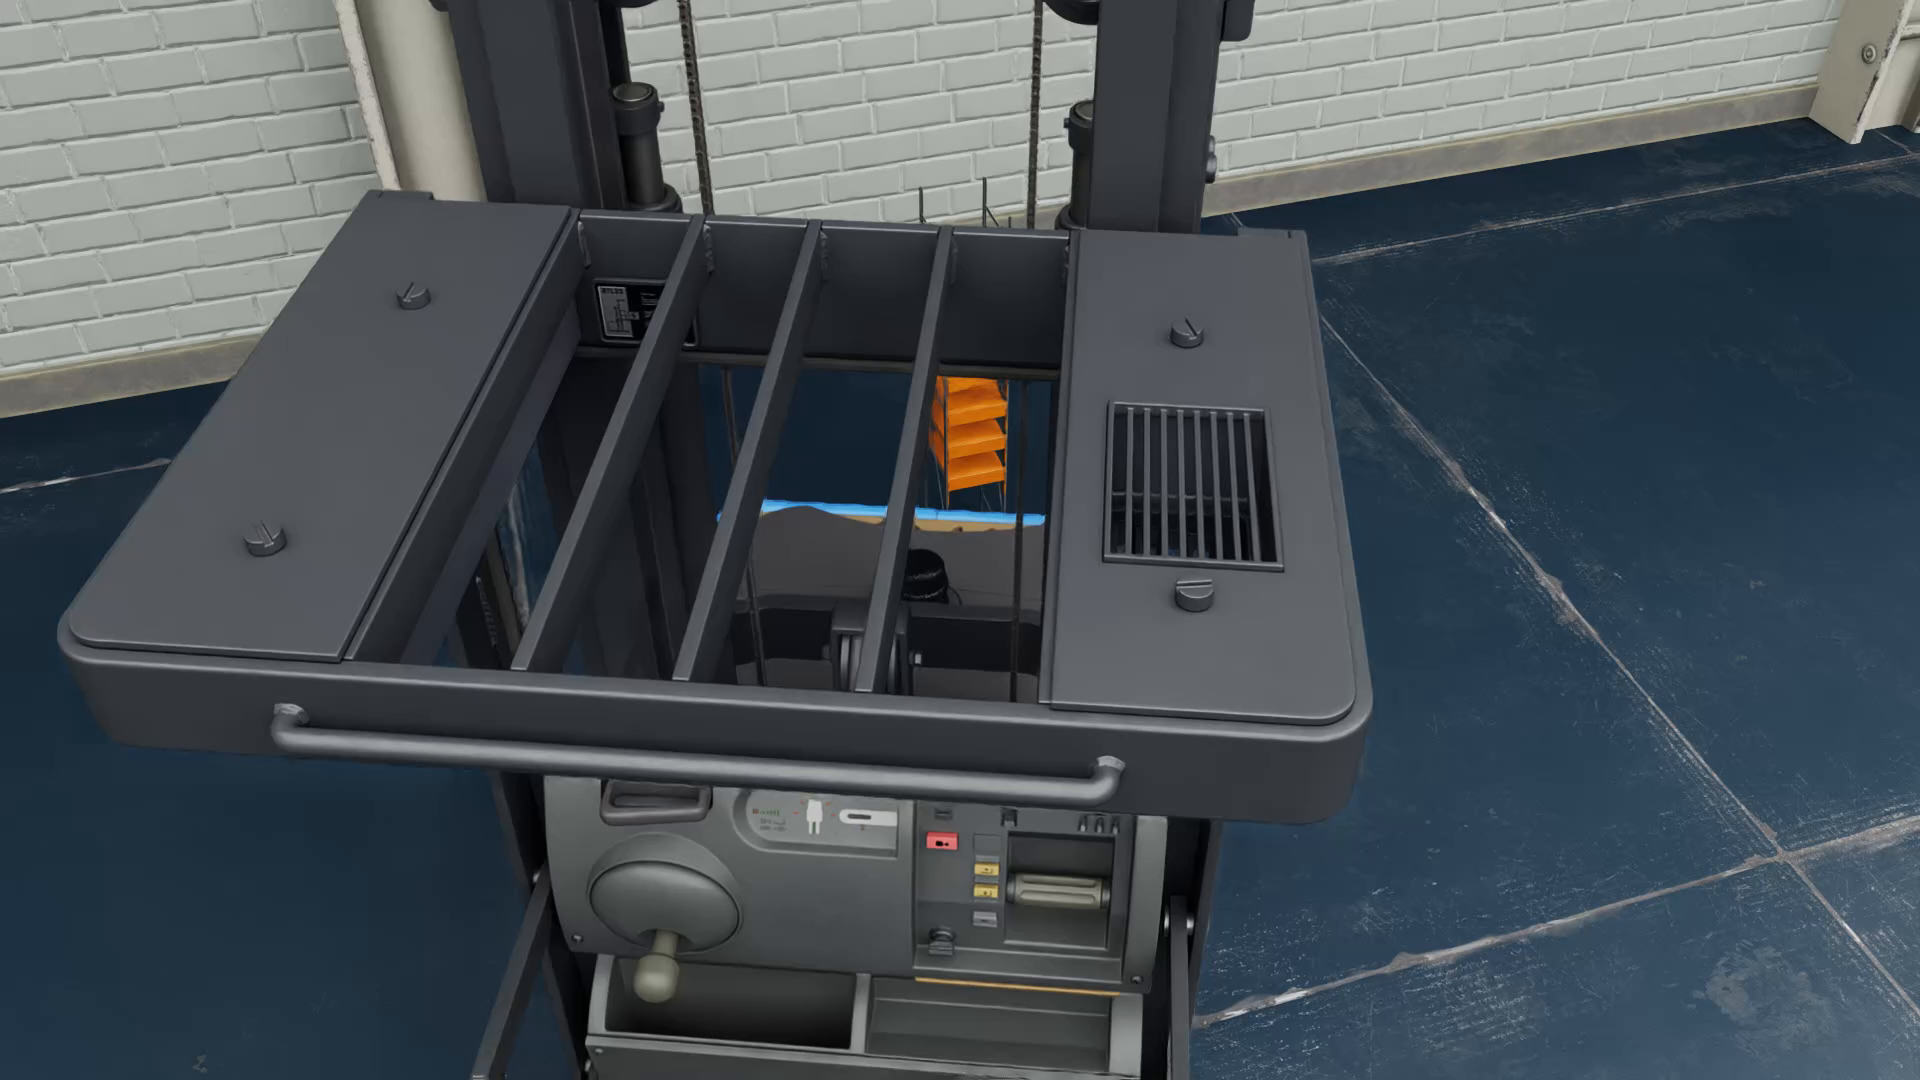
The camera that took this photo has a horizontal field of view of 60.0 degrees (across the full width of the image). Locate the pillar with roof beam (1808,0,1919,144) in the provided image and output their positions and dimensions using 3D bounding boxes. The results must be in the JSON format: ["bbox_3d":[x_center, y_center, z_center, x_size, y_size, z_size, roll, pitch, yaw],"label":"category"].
[{"bbox_3d":[5.299,-2.540,1.318,0.400,9.000,9.100,-12,42,-13],"label":"pillar with roof beam"}]

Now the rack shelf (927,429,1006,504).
[{"bbox_3d":[0.014,-0.241,5.046,0.180,0.103,0.258,-12,42,-13],"label":"rack shelf"}]

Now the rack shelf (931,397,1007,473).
[{"bbox_3d":[0.014,-0.331,4.967,0.180,0.103,0.258,-12,42,-13],"label":"rack shelf"}]

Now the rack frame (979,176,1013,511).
[{"bbox_3d":[0.101,-0.473,4.879,0.006,1.200,0.240,-12,42,-13],"label":"rack frame"}]

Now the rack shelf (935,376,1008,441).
[{"bbox_3d":[0.014,-0.421,4.888,0.180,0.103,0.258,-12,42,-13],"label":"rack shelf"}]

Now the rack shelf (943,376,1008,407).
[{"bbox_3d":[0.014,-0.512,4.809,0.180,0.103,0.258,-12,42,-13],"label":"rack shelf"}]

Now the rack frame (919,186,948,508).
[{"bbox_3d":[-0.073,-0.437,4.838,0.006,1.200,0.240,-12,42,-13],"label":"rack frame"}]

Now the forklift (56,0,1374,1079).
[{"bbox_3d":[-0.177,0.596,2.340,1.130,2.935,3.031,3,41,4],"label":"forklift"}]

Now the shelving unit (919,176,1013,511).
[{"bbox_3d":[0.014,-0.455,4.859,0.189,1.200,0.258,-12,42,-13],"label":"shelving unit"}]
